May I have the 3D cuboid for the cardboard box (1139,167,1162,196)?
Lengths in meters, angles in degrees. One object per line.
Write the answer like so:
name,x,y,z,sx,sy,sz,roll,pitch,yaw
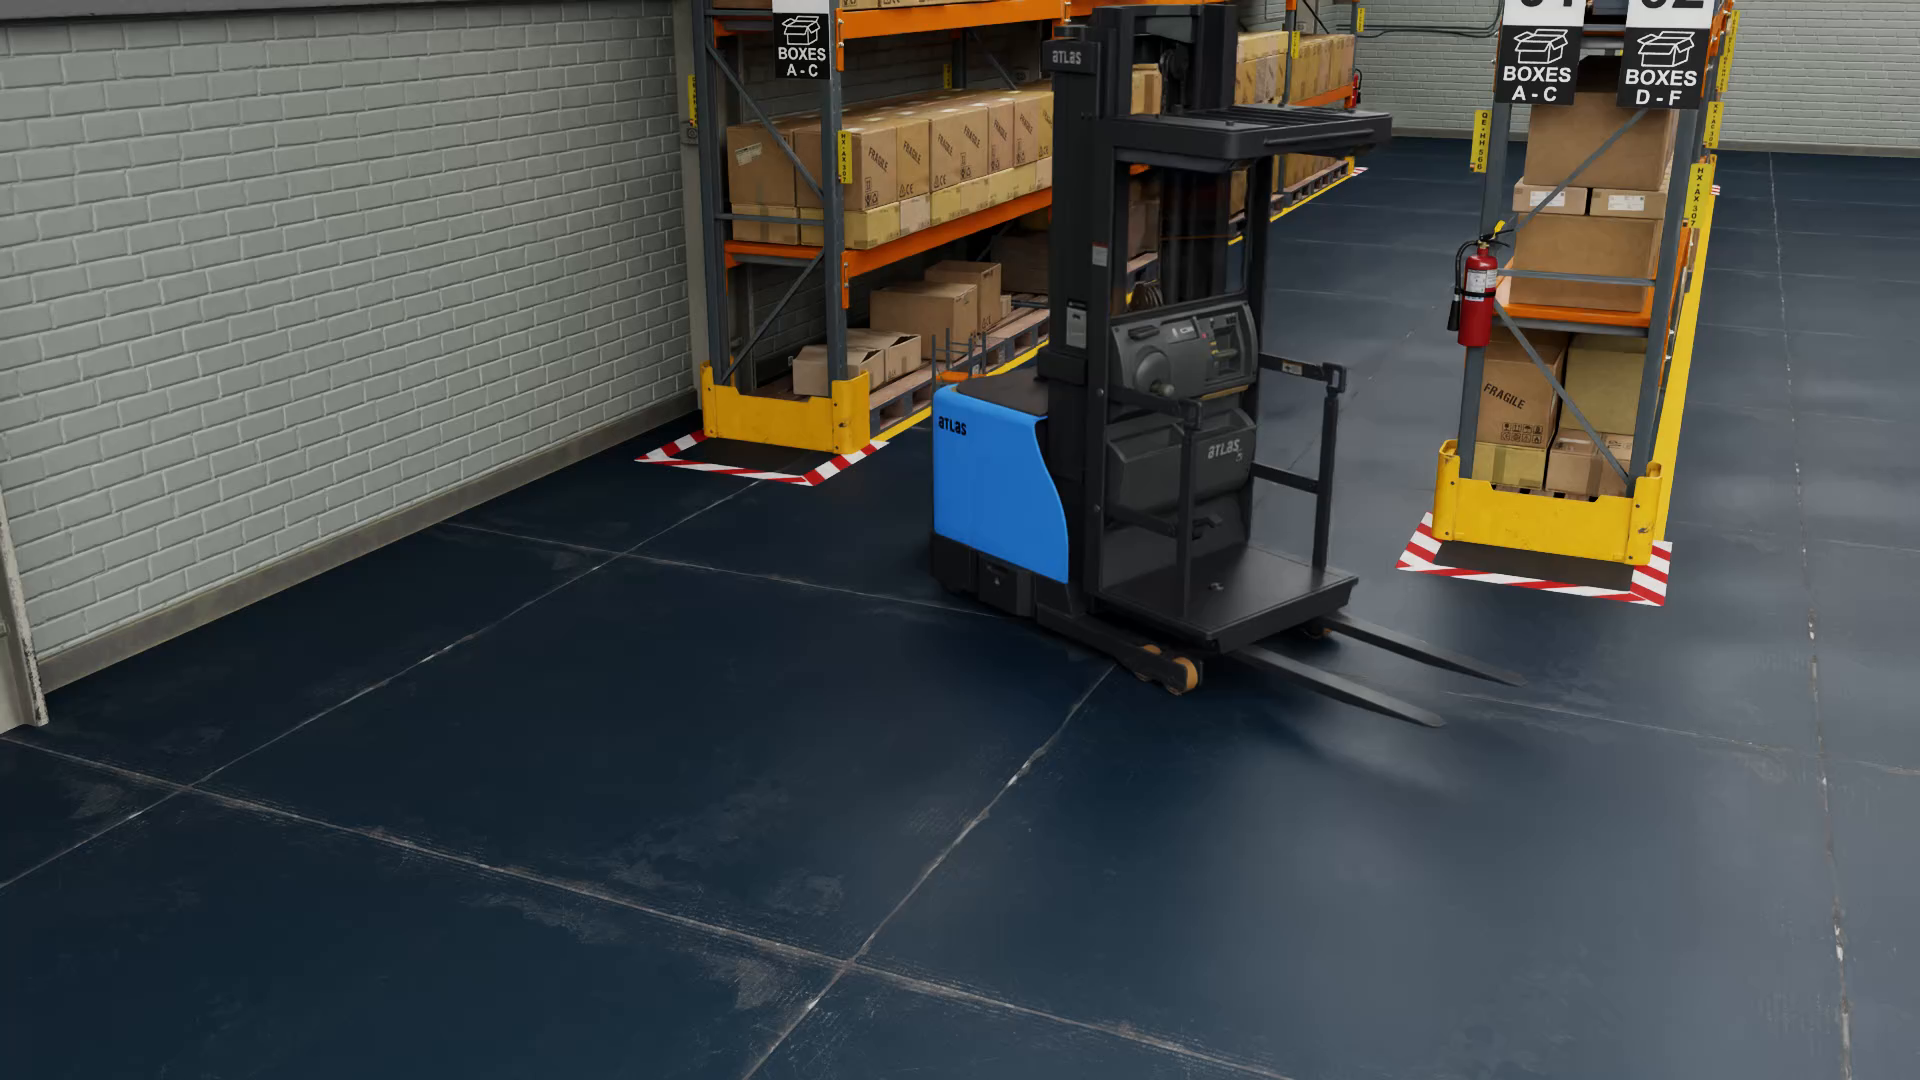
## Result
cardboard box,2.472,-3.922,18.602,0.750,0.750,0.750,8,21,22

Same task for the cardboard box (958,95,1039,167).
cardboard box,0.302,-3.259,13.231,0.500,0.500,0.500,8,21,22

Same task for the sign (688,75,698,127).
sign,-1.723,-2.861,10.838,0.100,0.325,0.005,9,21,23

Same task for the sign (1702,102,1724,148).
sign,5.441,-2.998,12.013,0.100,0.325,0.005,9,21,23

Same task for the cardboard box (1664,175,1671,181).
cardboard box,3.862,-2.006,9.516,0.380,0.149,0.250,9,21,23

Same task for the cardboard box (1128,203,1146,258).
cardboard box,1.487,-3.191,17.038,0.700,0.500,0.500,9,21,23

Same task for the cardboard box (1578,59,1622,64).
cardboard box,4.552,-2.996,11.331,0.700,0.500,0.500,8,21,23

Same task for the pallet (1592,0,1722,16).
pallet,3.609,-2.990,9.056,1.003,0.211,1.213,9,21,23

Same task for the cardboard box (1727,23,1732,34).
cardboard box,9.292,-6.171,20.702,0.500,0.500,0.500,9,22,24

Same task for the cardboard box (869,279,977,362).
cardboard box,-0.280,-1.705,12.860,0.700,0.500,0.500,7,21,19

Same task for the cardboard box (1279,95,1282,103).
cardboard box,3.809,-5.502,20.807,0.380,0.149,0.250,9,21,23

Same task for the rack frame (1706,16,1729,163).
rack frame,8.210,-5.074,19.261,1.000,3.000,0.127,9,21,23

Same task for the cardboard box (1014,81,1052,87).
cardboard box,0.888,-3.882,15.103,0.700,0.500,0.500,11,22,28

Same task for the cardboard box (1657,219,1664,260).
cardboard box,4.130,-2.068,10.657,0.700,0.500,0.500,9,22,24

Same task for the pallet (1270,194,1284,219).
pallet,3.442,-4.193,20.943,1.003,0.211,1.213,9,21,23

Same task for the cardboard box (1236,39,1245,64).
cardboard box,2.892,-5.501,18.719,0.500,0.250,0.500,9,21,23

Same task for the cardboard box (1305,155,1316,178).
cardboard box,4.510,-5.297,22.991,0.700,0.500,0.500,9,22,24

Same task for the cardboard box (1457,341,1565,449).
cardboard box,3.244,-0.866,9.786,0.500,0.500,0.500,9,21,23

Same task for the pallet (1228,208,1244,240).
pallet,2.943,-3.819,19.891,1.003,0.211,1.213,9,21,23

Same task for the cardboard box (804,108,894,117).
cardboard box,-0.803,-2.861,12.112,0.500,0.500,0.500,8,21,21

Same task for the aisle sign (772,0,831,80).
aisle sign,-0.981,-3.246,10.240,0.394,0.787,0.004,9,21,23

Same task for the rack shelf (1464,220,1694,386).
rack shelf,4.115,-1.678,10.785,1.077,0.370,4.000,9,21,23

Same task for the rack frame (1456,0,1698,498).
rack frame,3.296,-1.406,8.946,1.000,3.000,0.127,9,21,23

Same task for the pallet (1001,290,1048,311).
pallet,0.730,-2.232,15.429,1.003,0.211,1.213,9,21,23

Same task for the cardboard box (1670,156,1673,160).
cardboard box,4.283,-2.319,10.395,0.380,0.149,0.250,9,21,23

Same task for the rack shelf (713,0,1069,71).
rack shelf,-0.406,-3.770,12.191,1.077,0.370,4.000,9,21,23

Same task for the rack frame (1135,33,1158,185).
rack frame,2.051,-4.530,17.730,1.000,3.000,0.127,9,21,23

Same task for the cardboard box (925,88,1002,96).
cardboard box,0.030,-3.484,13.865,0.500,0.500,0.500,8,21,21

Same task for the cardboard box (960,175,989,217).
cardboard box,-0.113,-2.599,12.493,0.500,0.250,0.500,9,21,23

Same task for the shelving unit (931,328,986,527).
shelving unit,-0.006,-0.561,9.255,0.258,1.200,0.189,9,21,23

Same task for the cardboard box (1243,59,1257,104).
cardboard box,3.116,-5.311,19.302,0.500,0.500,0.500,9,22,24

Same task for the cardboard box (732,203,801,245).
cardboard box,-1.211,-2.193,11.352,0.500,0.250,0.500,9,21,23

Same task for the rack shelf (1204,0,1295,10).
rack shelf,2.870,-6.216,19.067,1.077,0.370,4.000,9,21,23

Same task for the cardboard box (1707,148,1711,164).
cardboard box,9.850,-5.127,22.482,0.500,0.500,0.500,9,21,23

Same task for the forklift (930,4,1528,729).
forklift,1.187,-0.874,7.553,1.130,2.935,3.031,-16,25,-38

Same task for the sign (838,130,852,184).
sign,-0.730,-2.418,10.499,0.100,0.325,0.005,9,21,23

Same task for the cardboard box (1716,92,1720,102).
cardboard box,8.667,-5.240,19.577,0.500,0.500,0.500,9,22,24

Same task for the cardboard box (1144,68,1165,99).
cardboard box,1.867,-4.639,17.232,0.700,0.500,0.500,6,20,16

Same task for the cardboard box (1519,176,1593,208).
cardboard box,3.384,-1.982,9.448,0.380,0.149,0.250,9,22,24

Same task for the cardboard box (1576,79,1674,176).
cardboard box,3.731,-2.383,9.607,0.700,0.500,0.500,8,21,21

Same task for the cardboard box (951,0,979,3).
cardboard box,-0.199,-4.108,11.886,0.500,0.500,0.500,10,22,26

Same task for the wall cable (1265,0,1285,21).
wall cable,4.988,-7.976,25.902,0.084,1.984,1.851,9,21,23

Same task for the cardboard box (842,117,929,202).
cardboard box,-0.544,-2.631,11.465,0.500,0.500,0.500,9,21,23

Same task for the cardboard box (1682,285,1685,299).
cardboard box,6.162,-2.248,14.791,0.500,0.250,0.500,9,22,24

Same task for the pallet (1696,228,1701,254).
pallet,7.911,-3.507,19.014,1.003,0.211,1.213,9,21,23

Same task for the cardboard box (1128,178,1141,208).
cardboard box,1.513,-3.520,16.845,0.500,0.250,0.500,9,21,24

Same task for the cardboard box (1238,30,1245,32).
cardboard box,3.263,-6.198,20.678,0.500,0.250,0.500,9,22,24

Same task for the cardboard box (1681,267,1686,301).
cardboard box,5.751,-2.198,13.813,0.500,0.311,0.500,8,21,21

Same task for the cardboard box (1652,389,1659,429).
cardboard box,4.334,-0.900,11.000,0.500,0.250,0.500,9,21,23

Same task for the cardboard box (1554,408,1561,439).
cardboard box,3.440,-0.667,10.345,0.500,0.250,0.500,9,21,23

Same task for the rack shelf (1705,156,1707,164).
rack shelf,7.391,-4.124,17.662,1.077,0.370,4.000,9,21,23

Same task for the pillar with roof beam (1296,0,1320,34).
pillar with roof beam,9.571,-10.156,24.595,9.100,9.000,0.400,9,21,23

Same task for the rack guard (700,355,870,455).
rack guard,-1.194,-0.930,11.338,1.175,0.500,0.348,9,21,23

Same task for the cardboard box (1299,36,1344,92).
cardboard box,4.839,-6.736,23.485,0.980,0.700,0.700,8,21,22

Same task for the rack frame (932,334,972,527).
rack frame,-0.043,-0.533,9.177,0.240,1.200,0.006,9,21,23

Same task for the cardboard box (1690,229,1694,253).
cardboard box,6.582,-2.824,15.573,0.500,0.311,0.500,9,22,24
